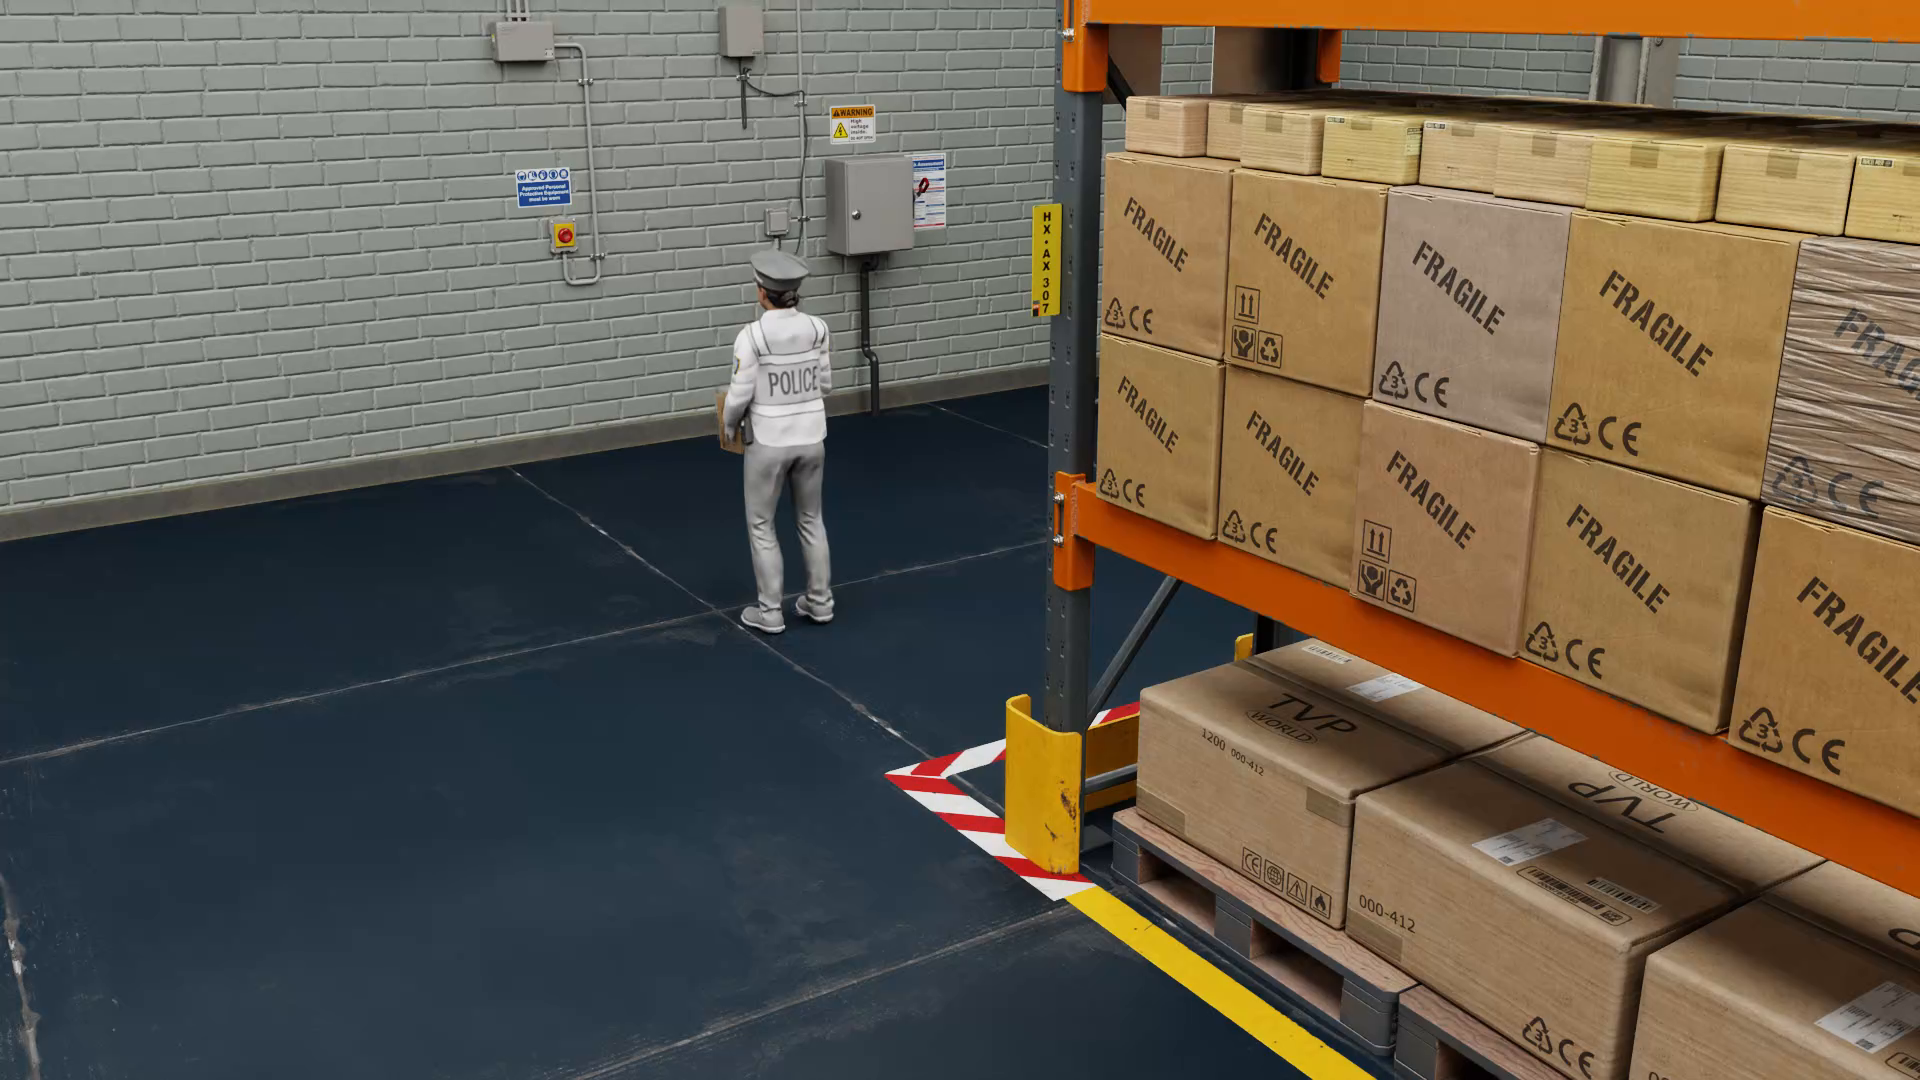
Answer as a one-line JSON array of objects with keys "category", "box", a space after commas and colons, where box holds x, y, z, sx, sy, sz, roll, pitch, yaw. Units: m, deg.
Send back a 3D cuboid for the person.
[{"category": "person", "box": [-0.811, -0.437, 7.338, 0.494, 1.690, 0.464, -12, 22, -32]}]
